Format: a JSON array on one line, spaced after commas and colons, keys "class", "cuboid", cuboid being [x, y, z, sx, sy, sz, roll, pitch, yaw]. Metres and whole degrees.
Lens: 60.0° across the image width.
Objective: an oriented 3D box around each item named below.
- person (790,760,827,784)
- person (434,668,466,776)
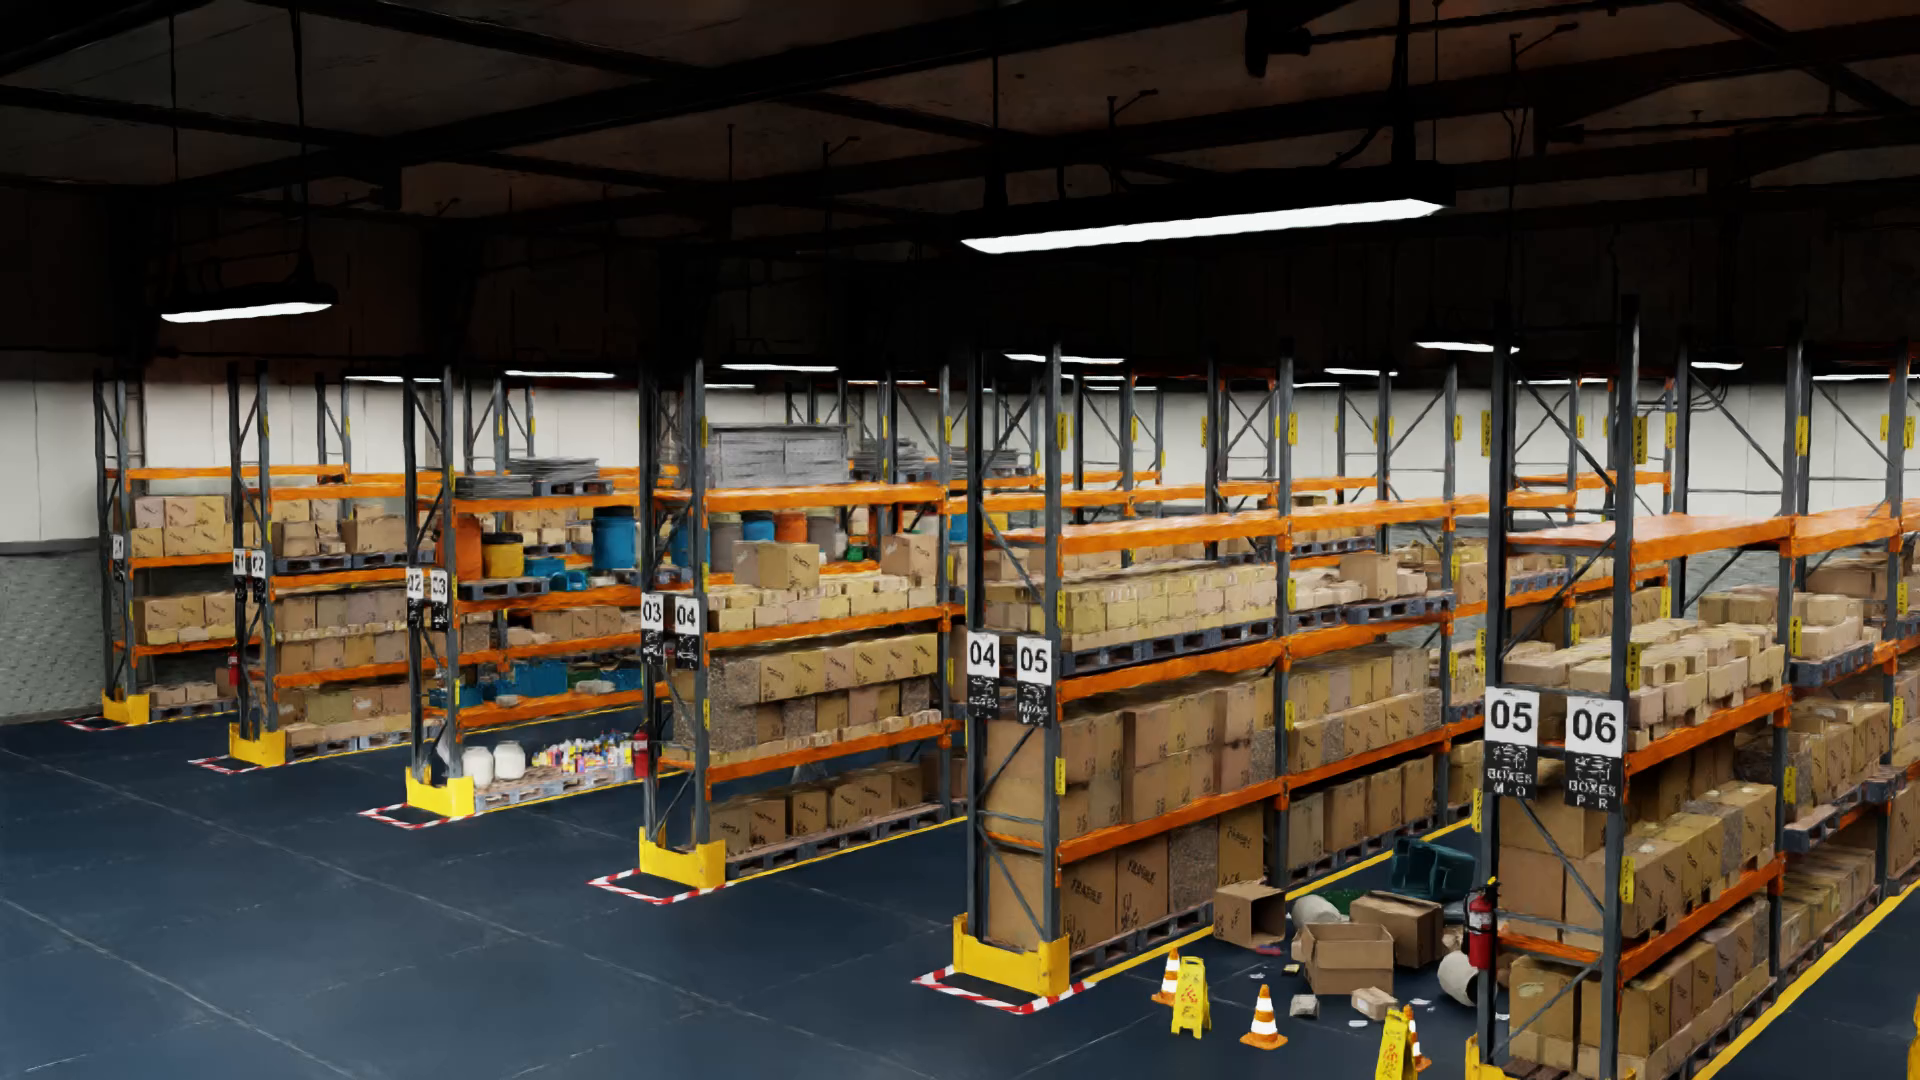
[{"class": "person", "cuboid": [-2.169, 2.639, 22.642, 0.579, 1.688, 1.108, 4, 6, 43]}, {"class": "person", "cuboid": [-7.244, 2.614, 23.723, 0.592, 1.629, 0.531, 3, 5, 40]}]
